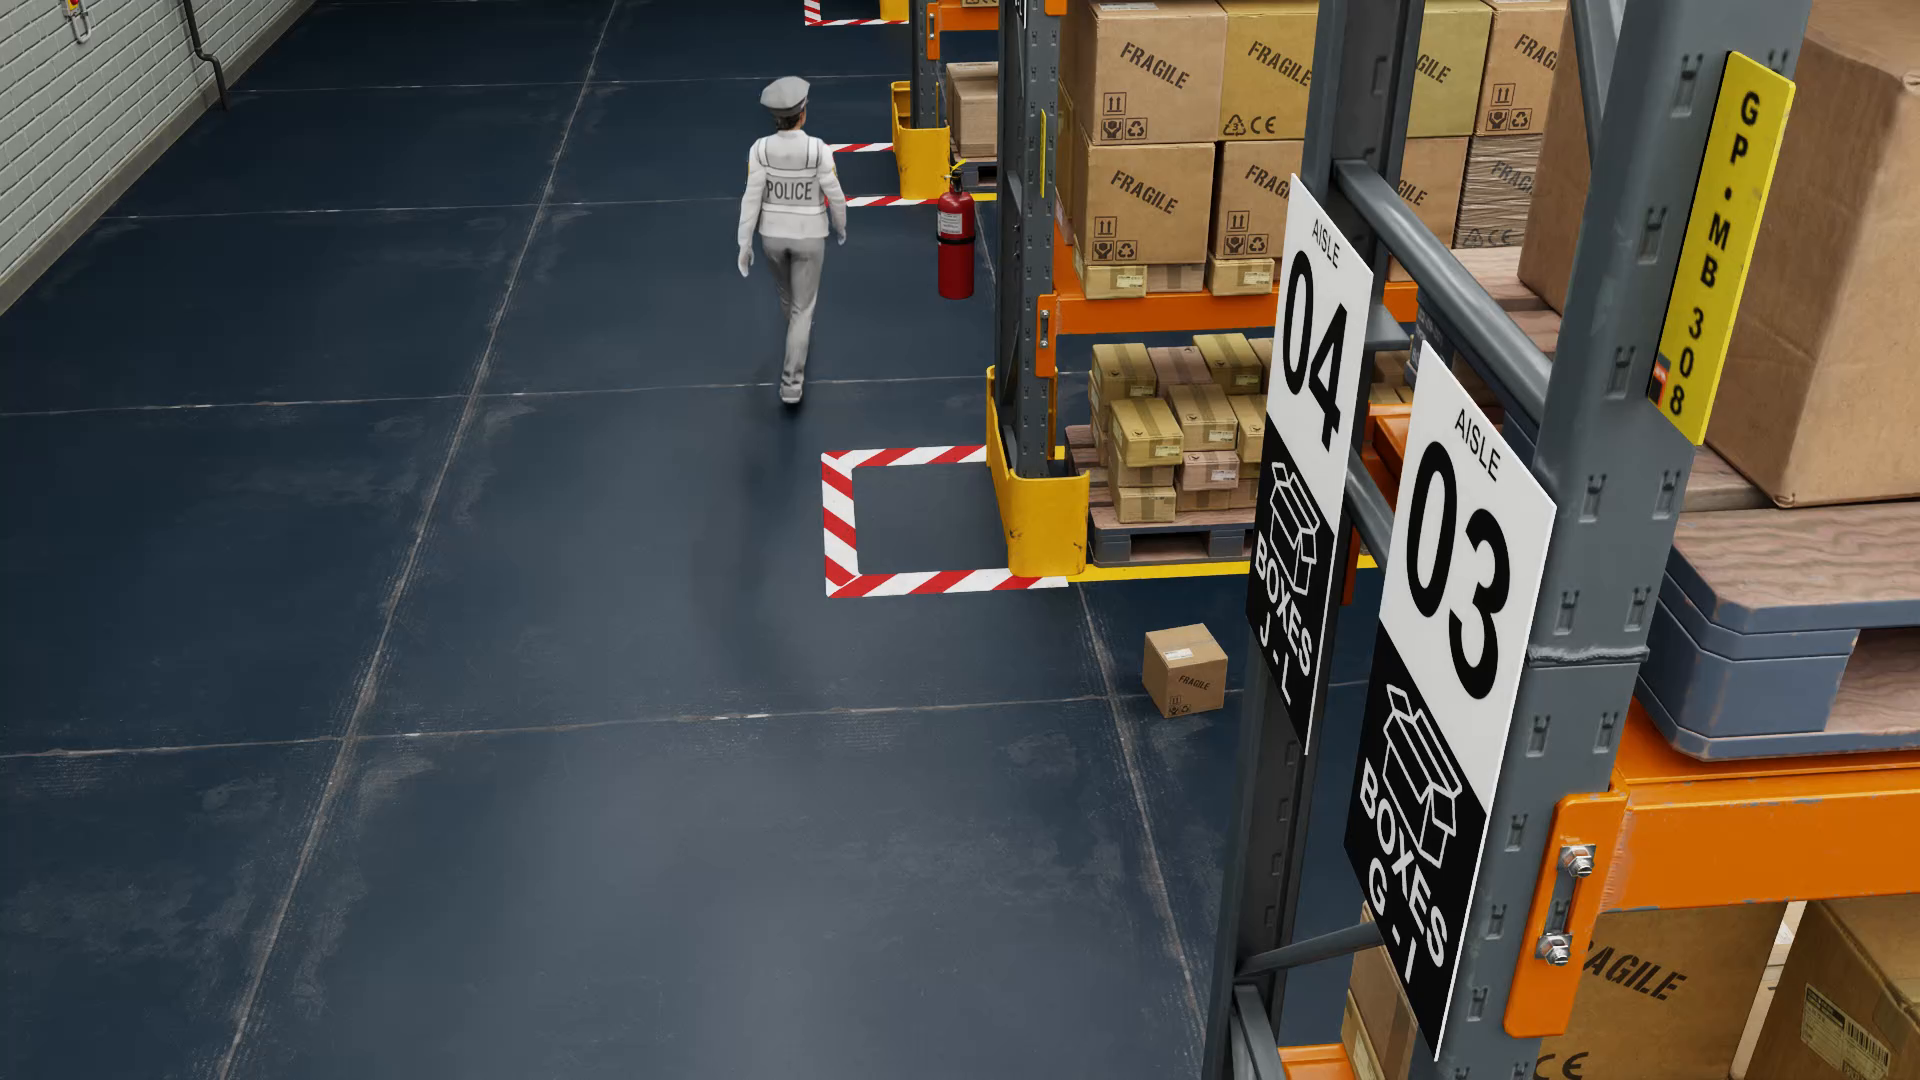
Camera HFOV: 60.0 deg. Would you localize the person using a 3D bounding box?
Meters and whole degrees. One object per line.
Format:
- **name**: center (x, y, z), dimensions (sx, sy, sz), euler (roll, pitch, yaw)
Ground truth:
- **person**: center (-0.859, -1.636, 8.791), dimensions (0.531, 1.609, 1.070), euler (6, 32, 10)
